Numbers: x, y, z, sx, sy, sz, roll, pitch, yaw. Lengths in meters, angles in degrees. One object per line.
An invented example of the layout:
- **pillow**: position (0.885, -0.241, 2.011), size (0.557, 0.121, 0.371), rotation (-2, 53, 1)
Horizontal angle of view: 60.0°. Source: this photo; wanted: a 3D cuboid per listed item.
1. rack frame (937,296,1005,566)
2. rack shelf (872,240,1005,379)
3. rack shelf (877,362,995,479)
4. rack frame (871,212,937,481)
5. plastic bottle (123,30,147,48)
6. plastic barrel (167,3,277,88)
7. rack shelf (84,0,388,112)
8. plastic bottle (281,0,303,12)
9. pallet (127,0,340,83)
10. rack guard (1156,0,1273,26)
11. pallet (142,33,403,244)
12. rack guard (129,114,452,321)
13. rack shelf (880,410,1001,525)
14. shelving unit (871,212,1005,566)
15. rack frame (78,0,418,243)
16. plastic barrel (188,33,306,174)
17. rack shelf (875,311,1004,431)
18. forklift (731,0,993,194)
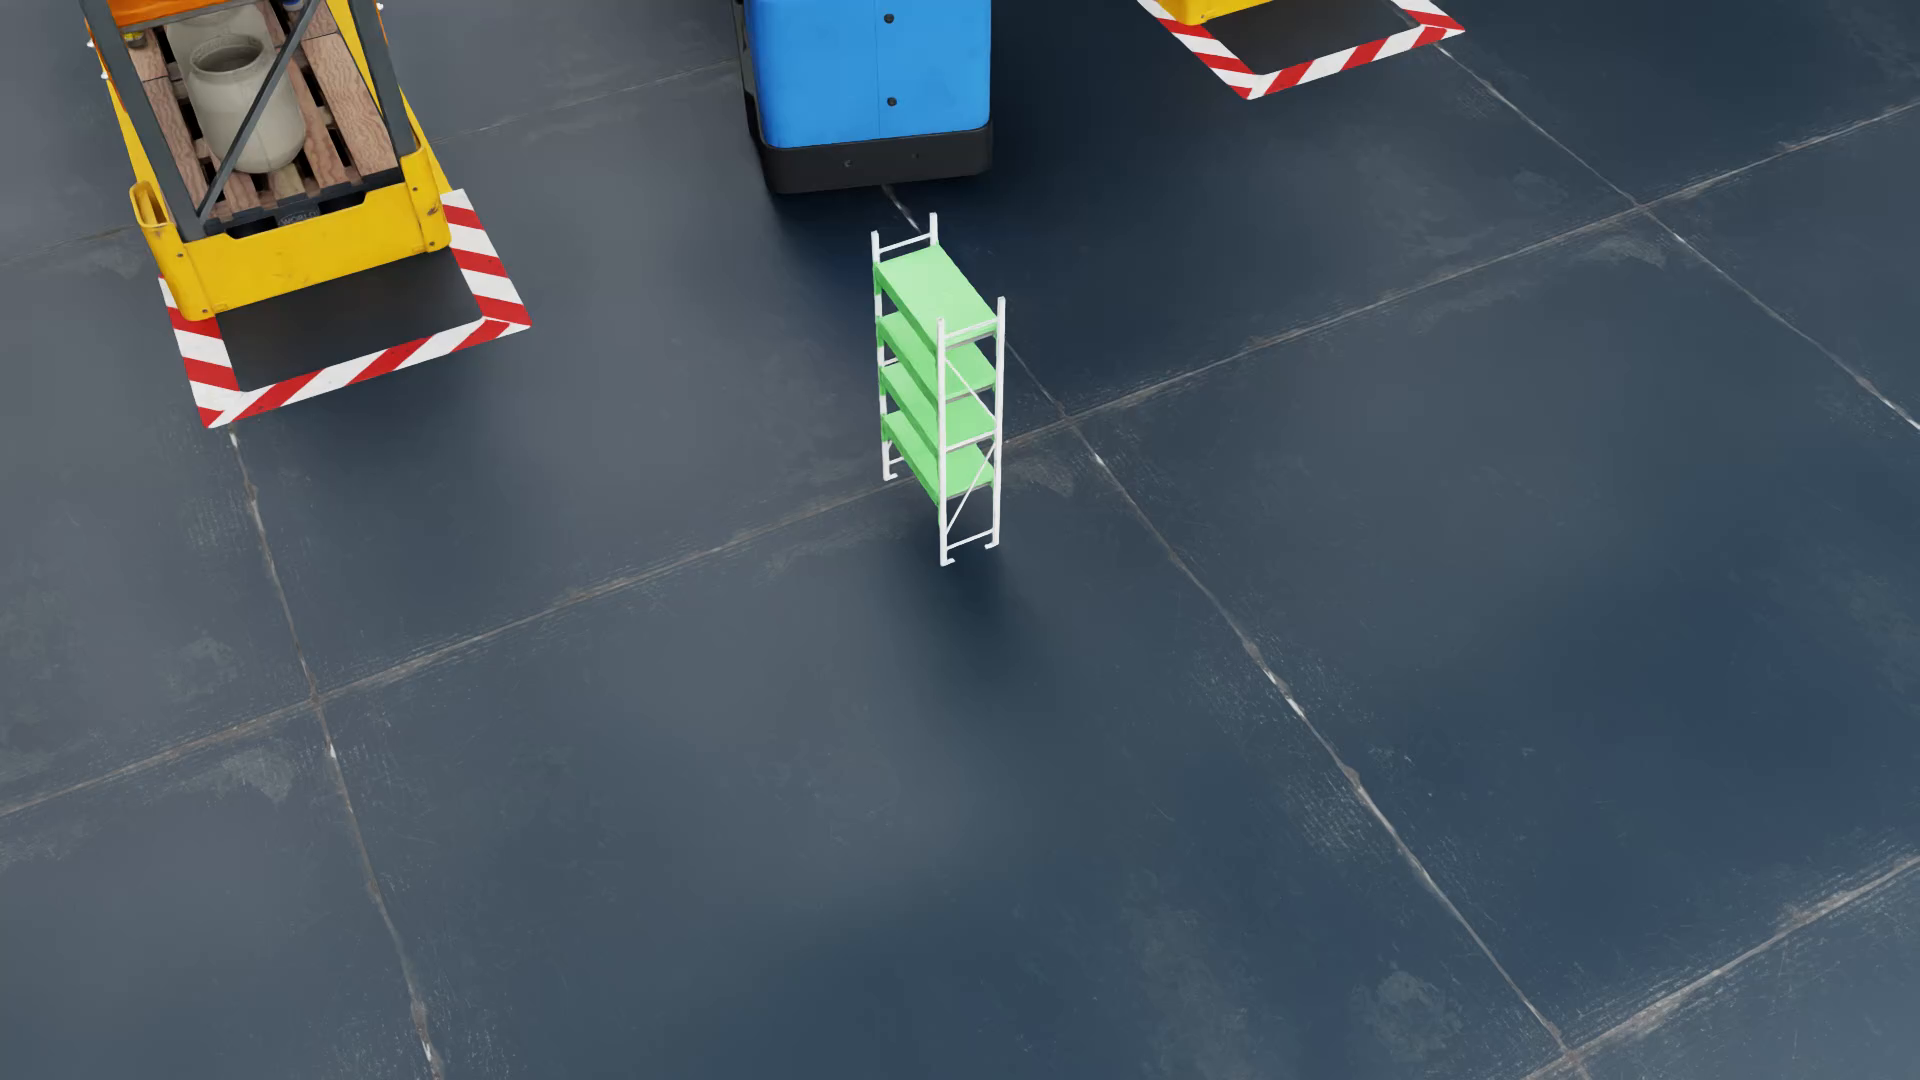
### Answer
- **rack frame**: position (0.036, -0.342, 5.752), size (0.240, 1.200, 0.015), rotation (-21, 52, -18)
- **rack shelf**: position (-0.076, -0.780, 5.582), size (0.258, 0.148, 0.480), rotation (-21, 52, -18)
- **rack shelf**: position (-0.076, -0.464, 5.943), size (0.258, 0.148, 0.480), rotation (-21, 52, -18)
- **rack frame**: position (-0.187, -0.669, 6.038), size (0.240, 1.200, 0.015), rotation (-21, 52, -18)
- **plastic bottle**: position (-3.998, -2.482, 7.995), size (0.097, 0.201, 0.097), rotation (0, 49, 0)
- **plastic barrel**: position (-3.366, -2.249, 7.598), size (0.421, 0.512, 0.421), rotation (0, 49, 0)
- **rack shelf**: position (-3.683, -3.282, 7.606), size (1.077, 0.370, 4.000), rotation (-21, 52, -18)
- **plastic bottle**: position (-3.320, -2.748, 8.181), size (0.097, 0.271, 0.097), rotation (0, 49, 0)
- **pallet**: position (-3.765, -2.658, 8.435), size (1.003, 0.211, 1.213), rotation (-21, 52, -18)
- **rack guard**: position (1.602, -3.114, 8.642), size (1.175, 0.500, 0.348), rotation (-21, 52, -18)
- **pallet**: position (-3.211, -1.843, 7.721), size (1.003, 0.211, 1.213), rotation (-21, 52, -18)
- **rack guard**: position (-2.844, -1.392, 7.136), size (1.175, 0.500, 0.348), rotation (-21, 52, -18)
- **rack shelf**: position (-0.076, -0.306, 6.124), size (0.258, 0.148, 0.480), rotation (-21, 52, -18)
- **shelving unit**: position (-0.076, -0.506, 5.895), size (0.258, 1.200, 0.503), rotation (-21, 52, -18)
- **rack frame**: position (-2.768, -2.181, 6.164), size (1.000, 3.000, 0.127), rotation (-21, 52, -18)
- **plastic barrel**: position (-3.137, -1.914, 7.305), size (0.421, 0.512, 0.421), rotation (0, 49, 0)
- **rack shelf**: position (-0.076, -0.622, 5.763), size (0.258, 0.148, 0.480), rotation (-21, 52, -18)
- **forklift**: position (-0.605, -3.659, 7.503), size (1.130, 2.935, 3.031), rotation (-7, 49, -6)
